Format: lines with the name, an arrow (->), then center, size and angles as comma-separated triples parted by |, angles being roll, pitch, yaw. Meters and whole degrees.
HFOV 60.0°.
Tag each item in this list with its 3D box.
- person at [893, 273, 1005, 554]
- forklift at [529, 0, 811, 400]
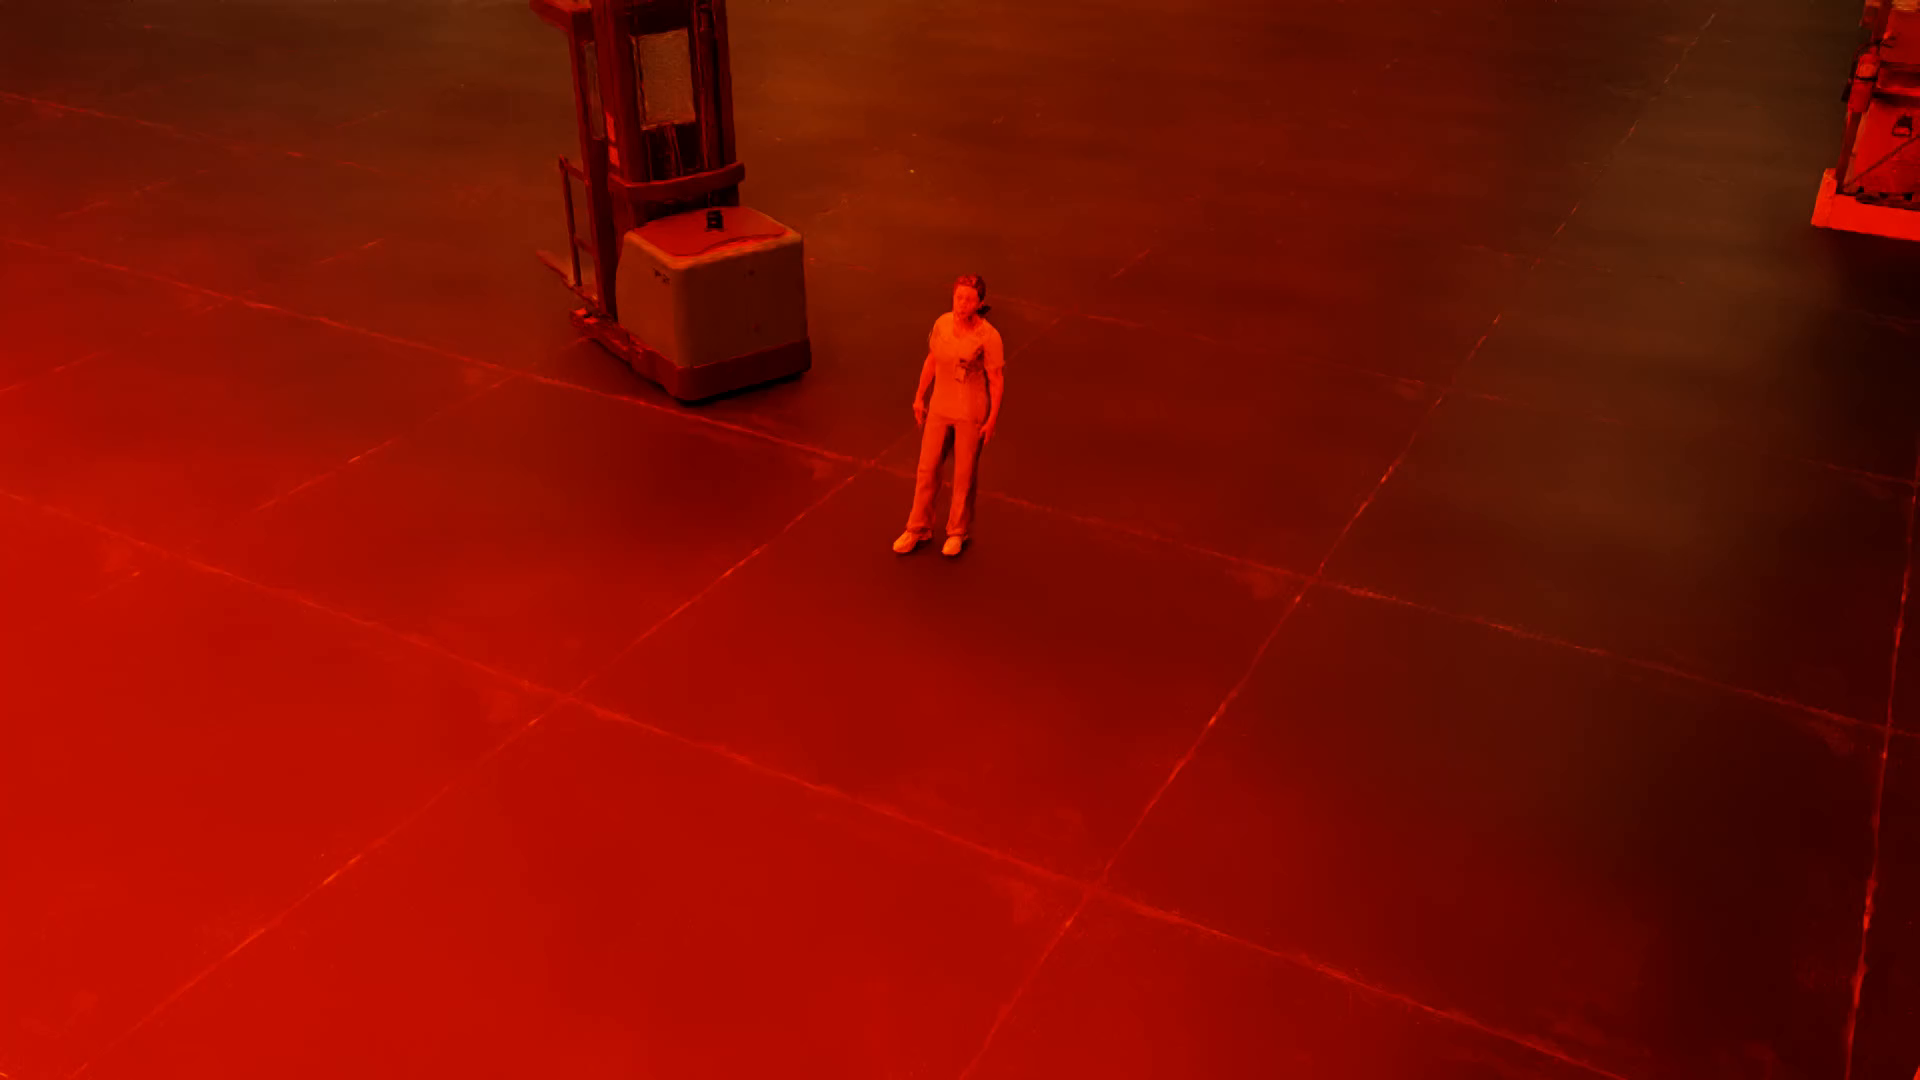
person -> -0.047, -0.703, 9.530 | 0.550, 1.674, 0.548 | 15, 33, 25
forklift -> -2.340, -2.925, 12.139 | 1.130, 2.935, 3.031 | -19, 35, -30
